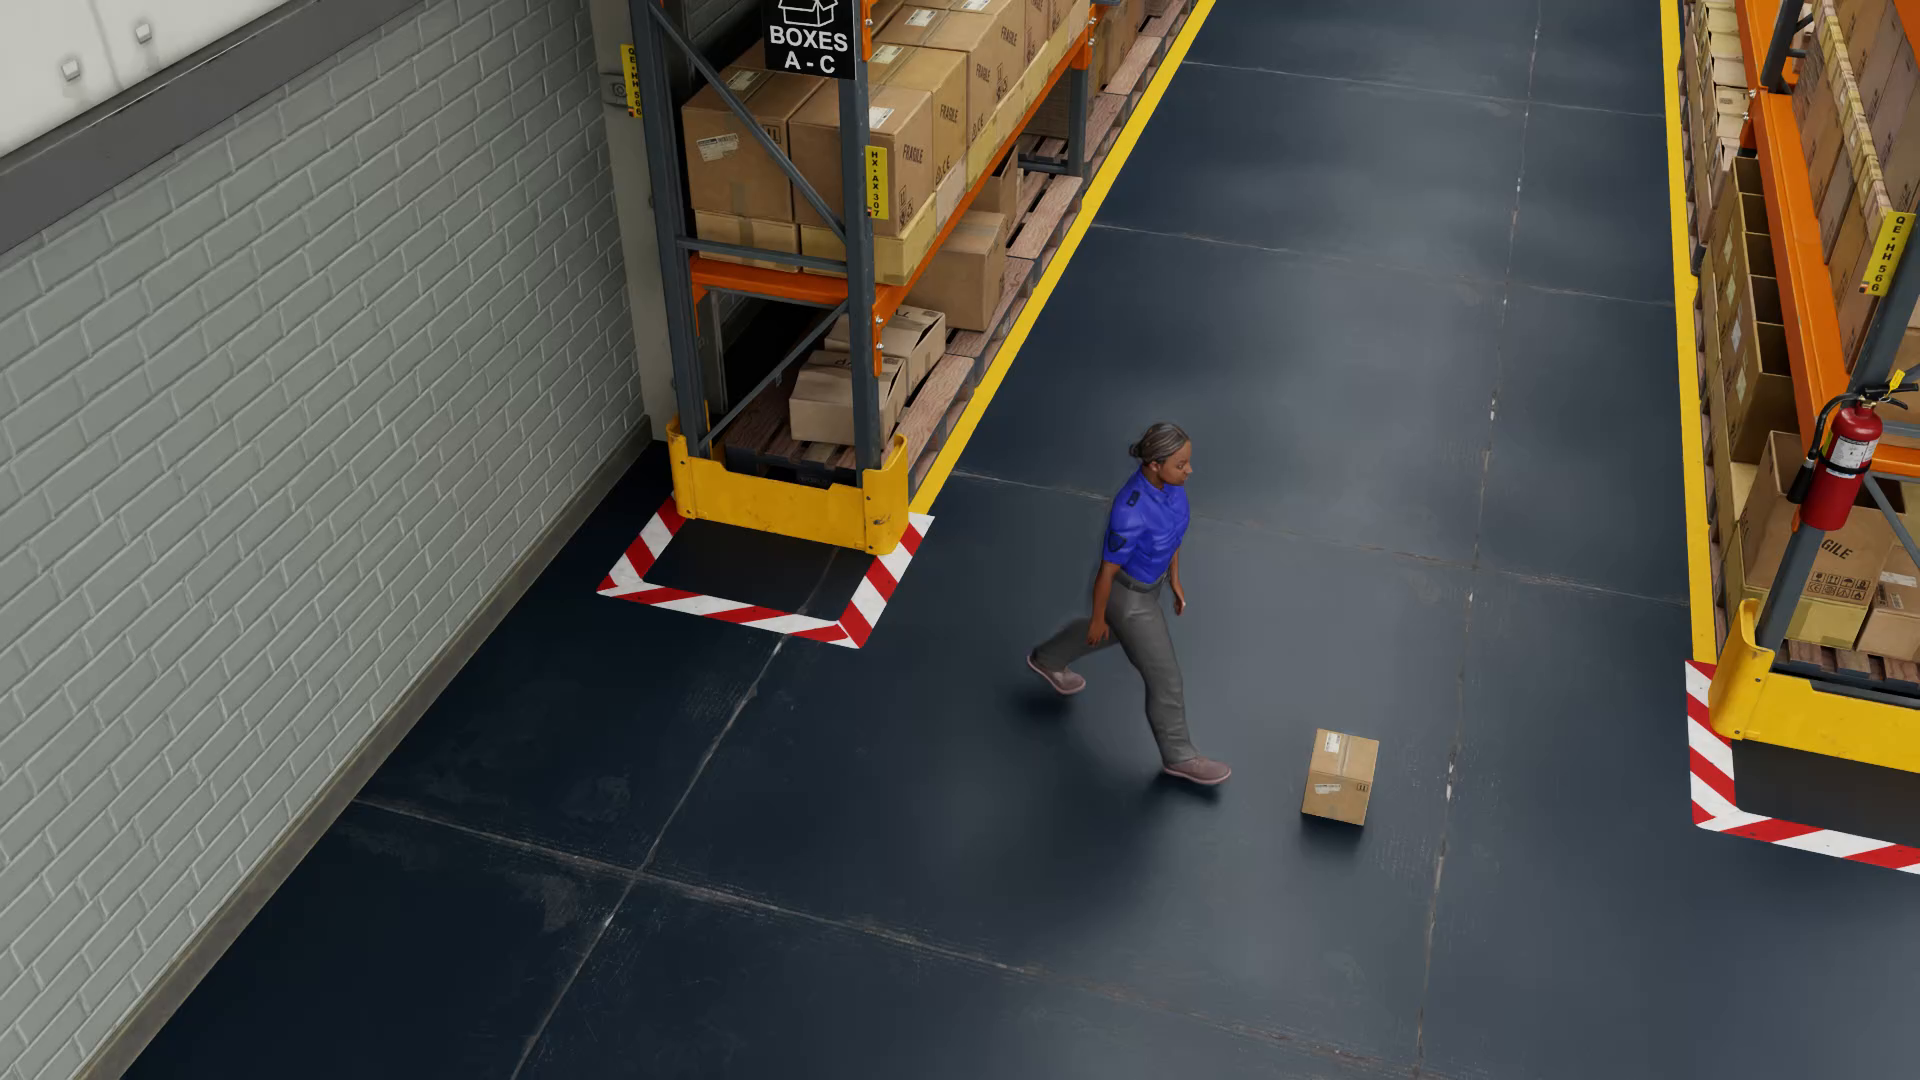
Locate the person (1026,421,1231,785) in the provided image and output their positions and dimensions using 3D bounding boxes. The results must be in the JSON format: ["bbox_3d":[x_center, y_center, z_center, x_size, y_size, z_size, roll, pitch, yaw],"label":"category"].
[{"bbox_3d":[0.694,0.196,6.647,1.027,1.605,0.465,16,40,20],"label":"person"}]
